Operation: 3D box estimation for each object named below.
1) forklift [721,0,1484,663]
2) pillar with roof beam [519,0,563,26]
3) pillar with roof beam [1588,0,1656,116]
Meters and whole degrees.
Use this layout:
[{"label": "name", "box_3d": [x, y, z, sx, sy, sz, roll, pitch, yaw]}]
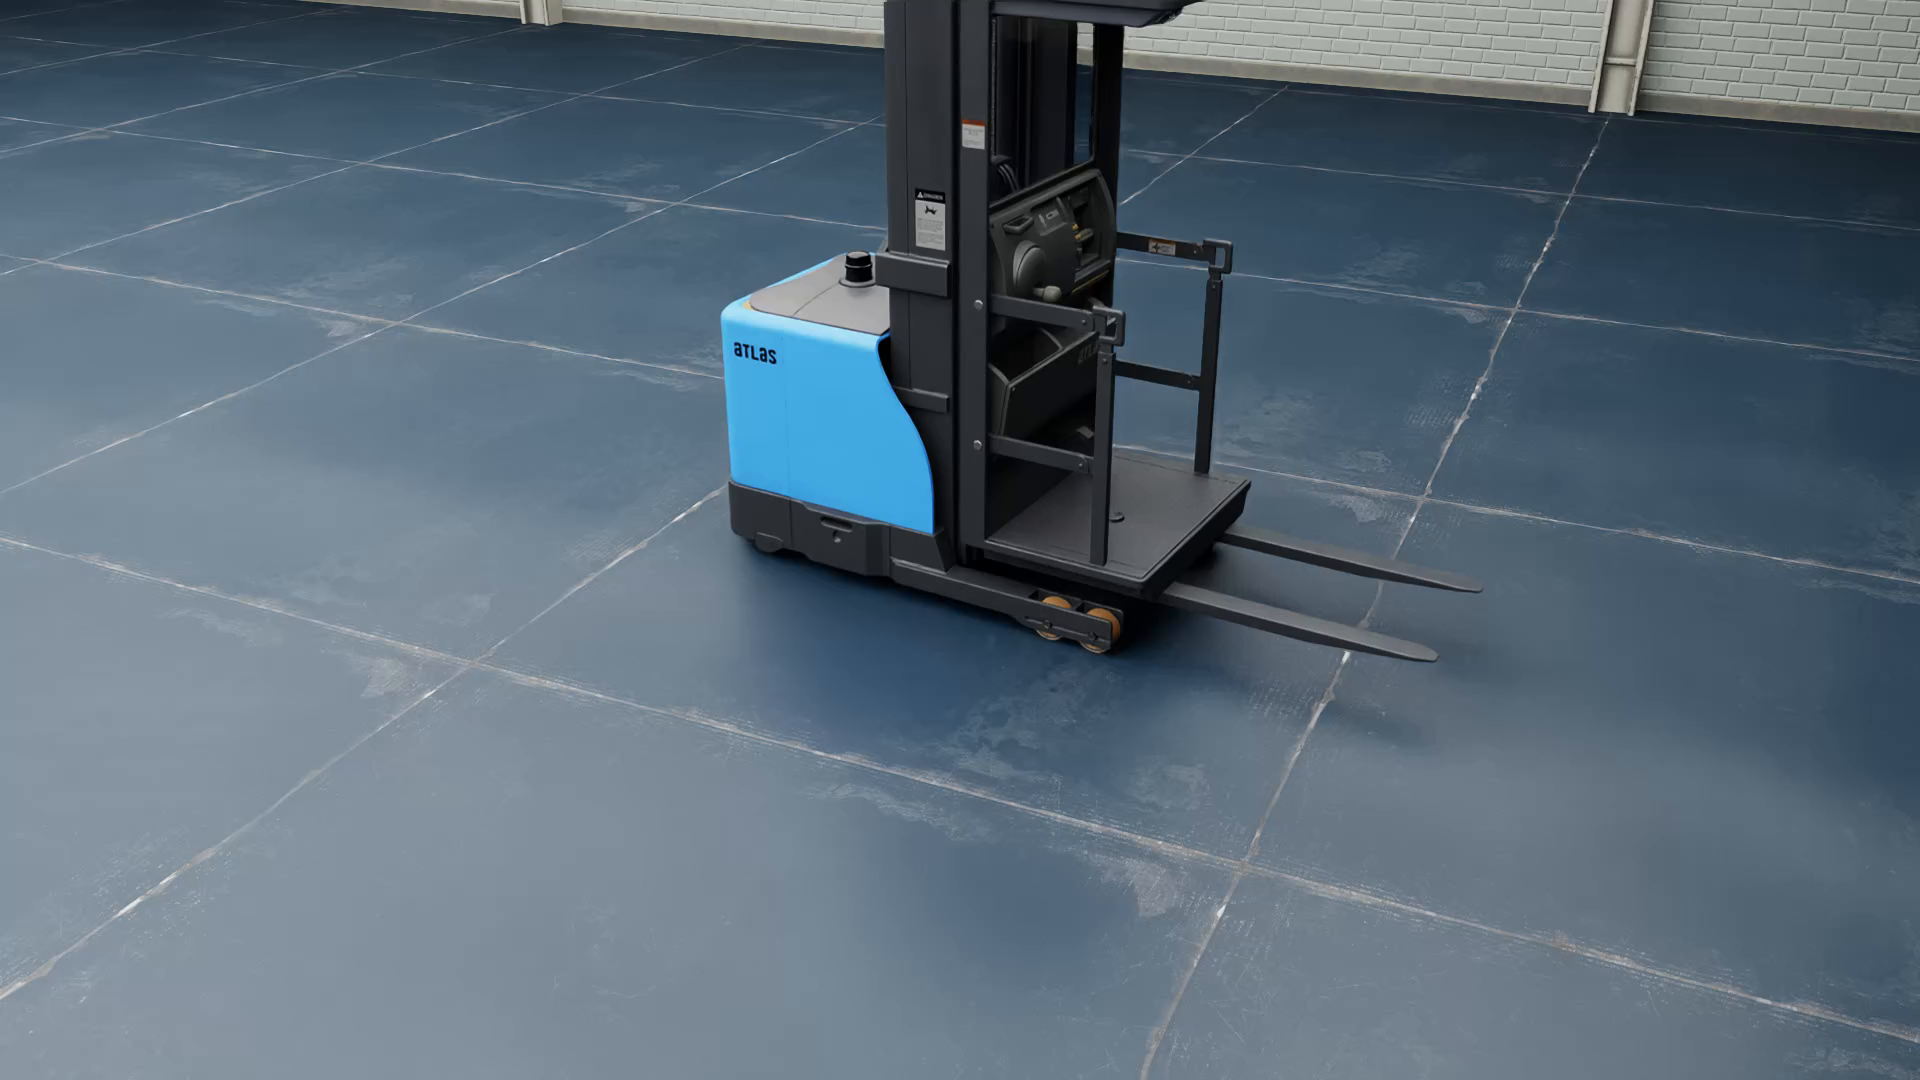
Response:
[{"label": "forklift", "box_3d": [0.542, -1.151, 6.269, 3.031, 2.935, 1.130, 15, 30, 27]}, {"label": "pillar with roof beam", "box_3d": [-6.722, -8.439, 14.203, 0.400, 9.000, 9.100, 11, 28, 22]}, {"label": "pillar with roof beam", "box_3d": [4.202, -6.245, 9.746, 0.400, 9.000, 9.100, 11, 28, 22]}]
